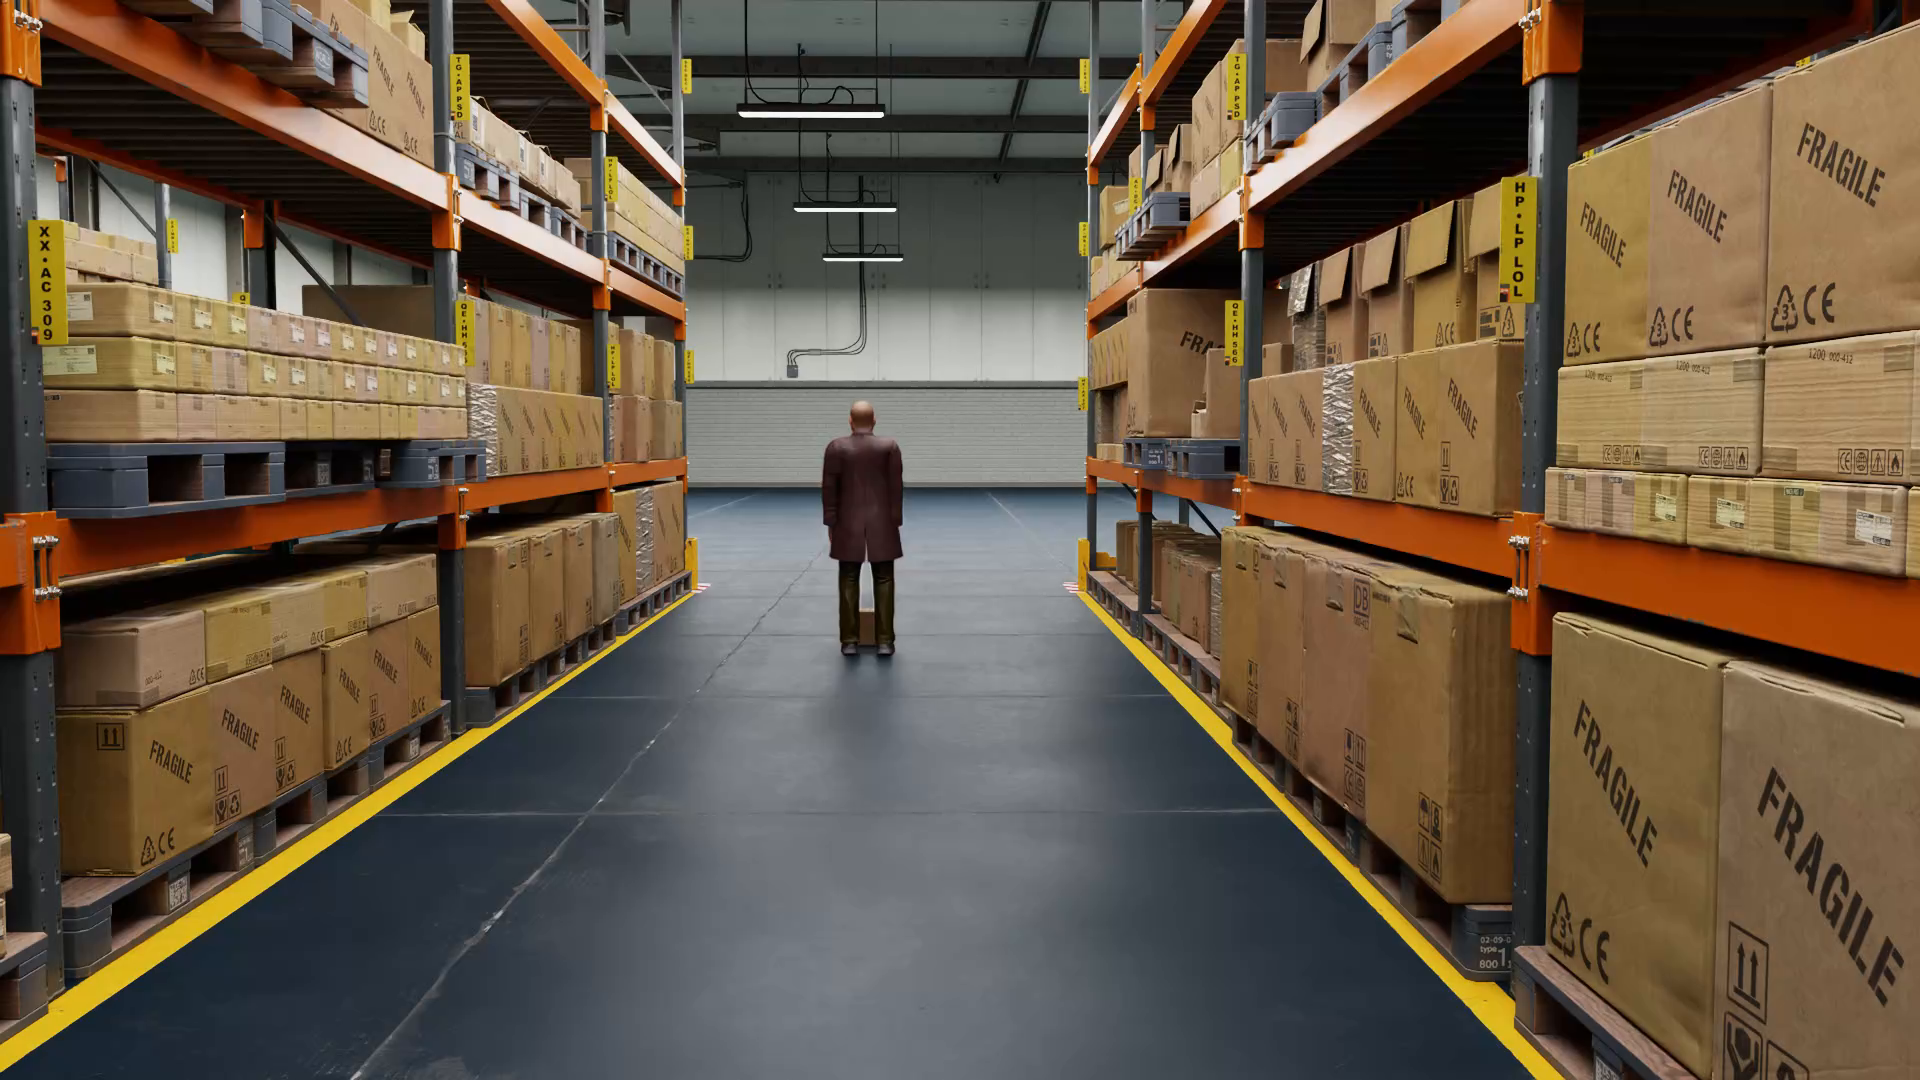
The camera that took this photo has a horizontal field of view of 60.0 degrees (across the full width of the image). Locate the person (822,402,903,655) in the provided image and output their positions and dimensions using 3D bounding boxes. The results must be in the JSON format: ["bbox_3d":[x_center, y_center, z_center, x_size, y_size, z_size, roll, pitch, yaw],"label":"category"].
[{"bbox_3d":[-0.679,-0.082,11.640,0.567,1.767,0.376,0,4,0],"label":"person"}]
